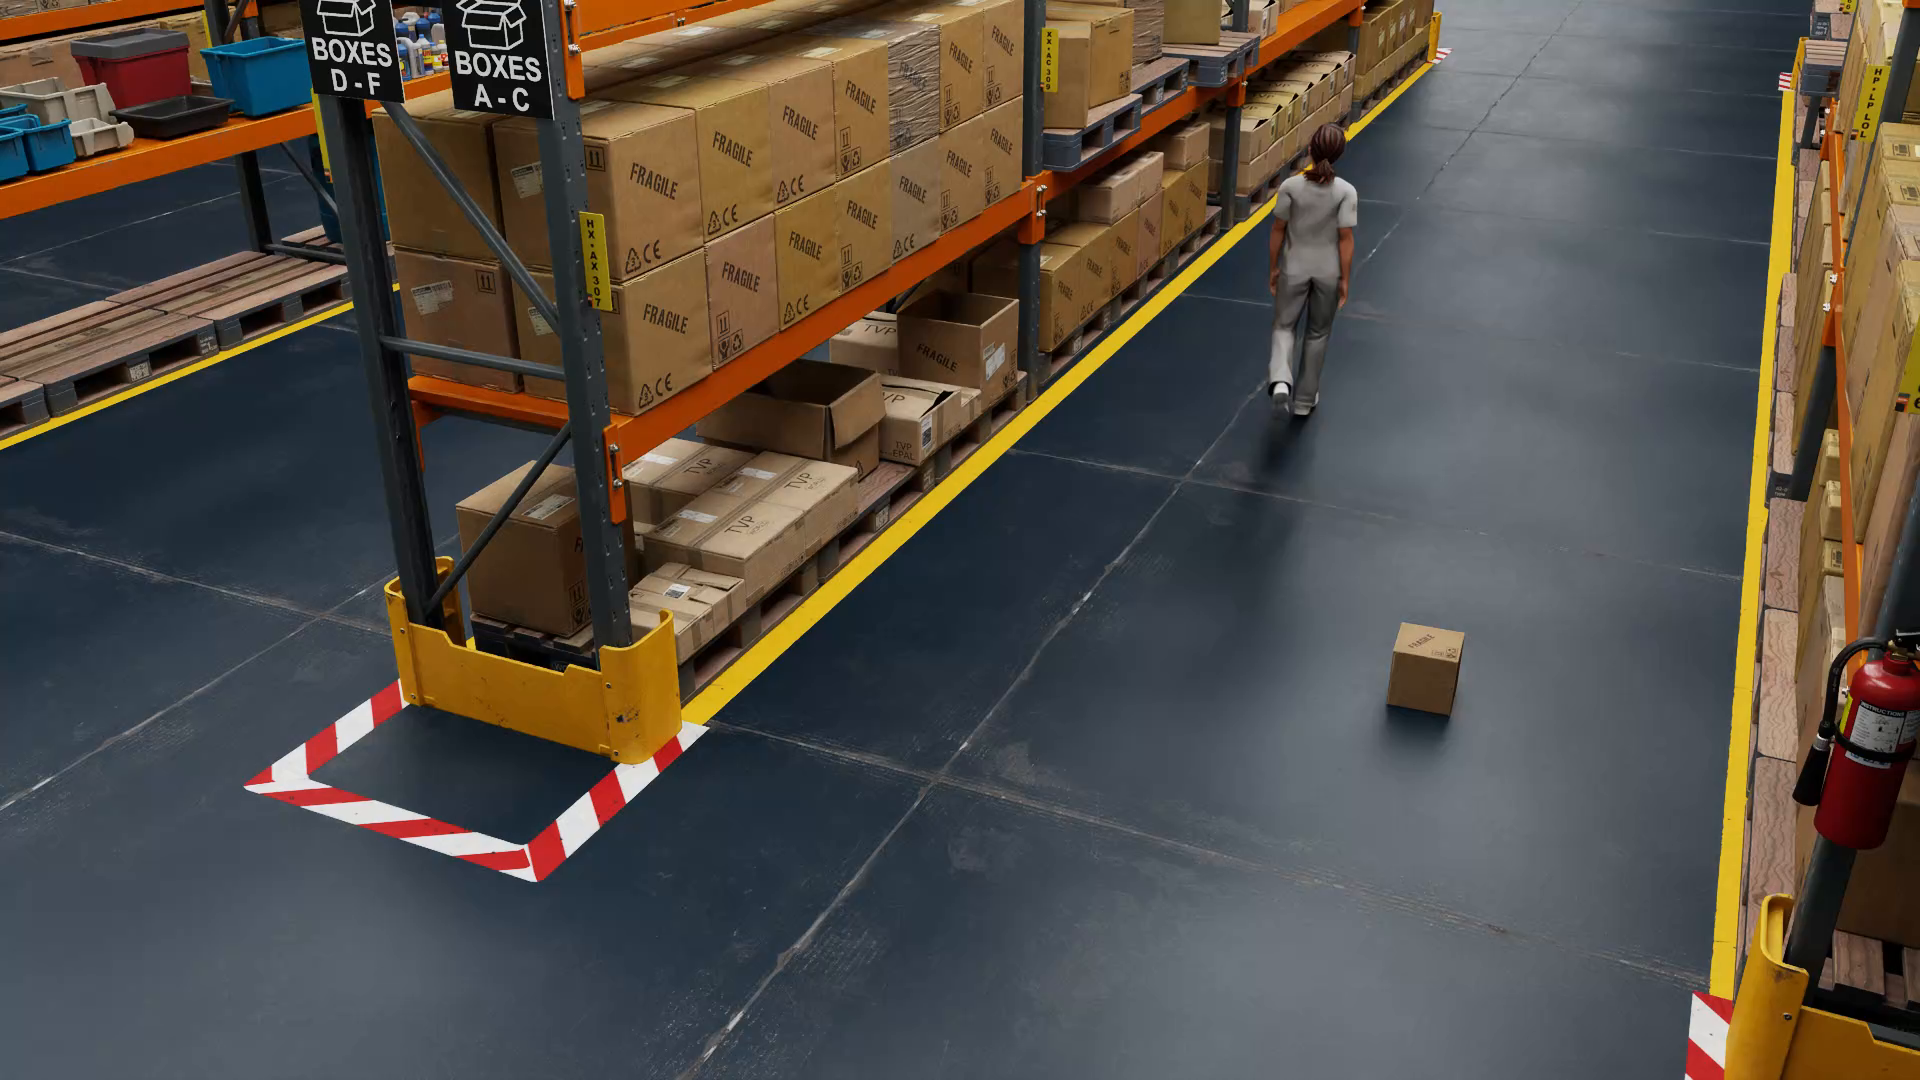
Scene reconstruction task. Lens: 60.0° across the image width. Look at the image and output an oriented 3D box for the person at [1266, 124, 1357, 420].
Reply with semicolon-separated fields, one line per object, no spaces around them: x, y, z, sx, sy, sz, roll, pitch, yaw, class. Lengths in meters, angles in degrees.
1.877;-1.410;8.952;0.449;1.644;0.741;7;27;14;person
